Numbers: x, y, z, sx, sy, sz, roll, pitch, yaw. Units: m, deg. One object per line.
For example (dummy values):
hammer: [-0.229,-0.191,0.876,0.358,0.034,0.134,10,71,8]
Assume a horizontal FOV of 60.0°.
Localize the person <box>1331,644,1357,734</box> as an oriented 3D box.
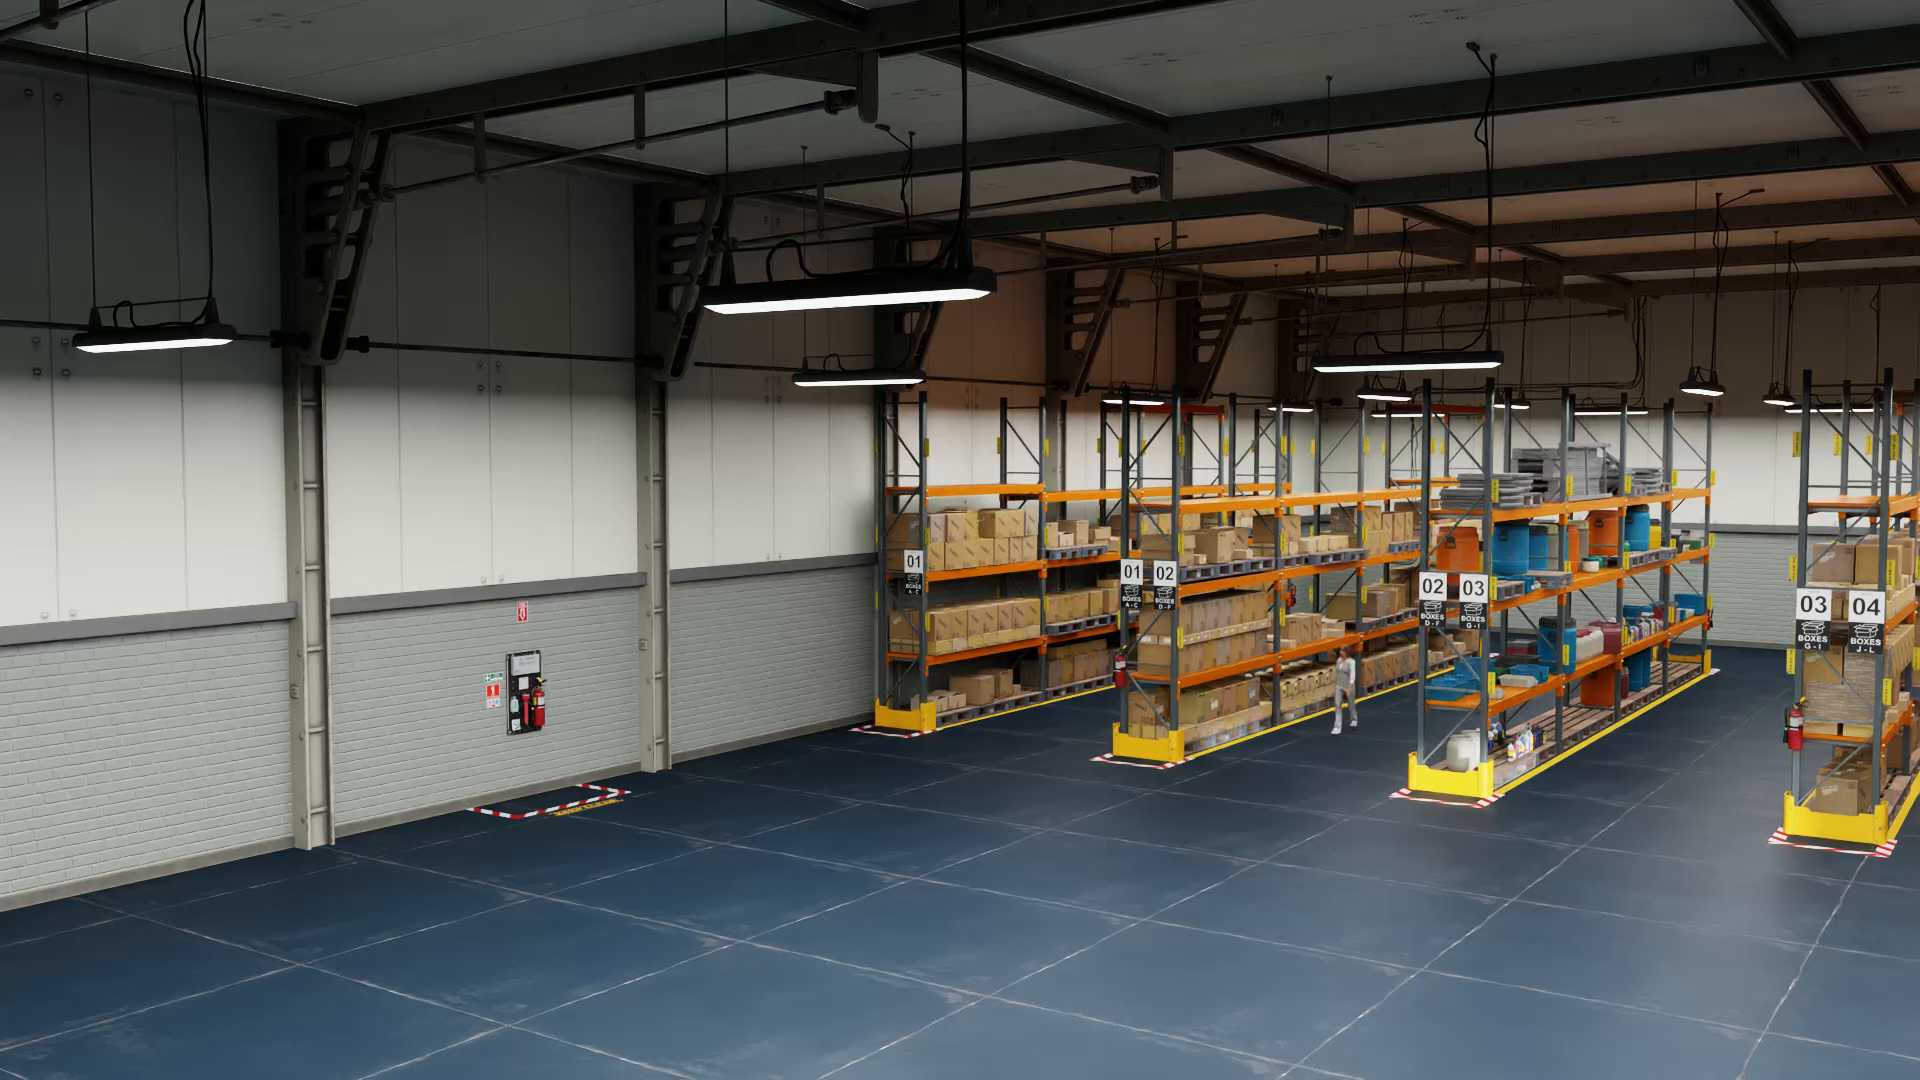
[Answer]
person: [6.770,2.596,29.163,0.385,1.534,1.009,2,4,26]
